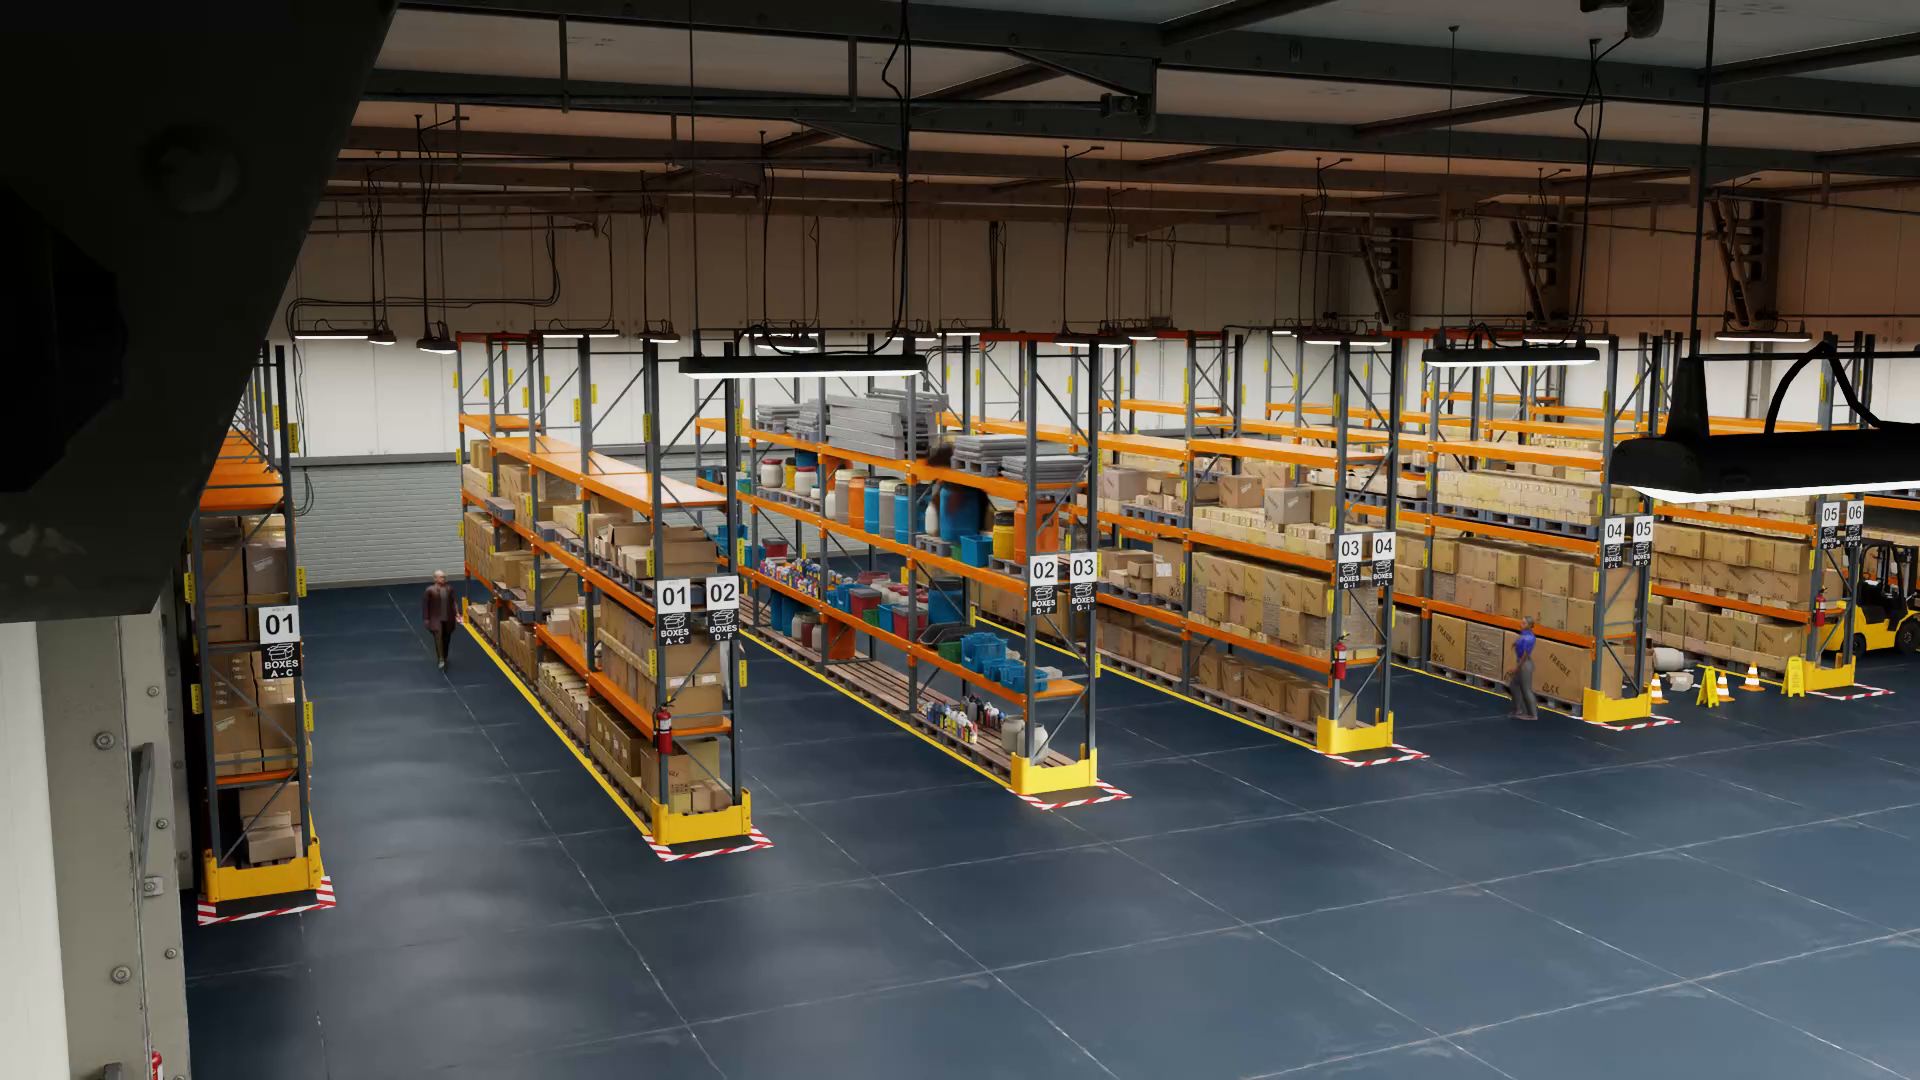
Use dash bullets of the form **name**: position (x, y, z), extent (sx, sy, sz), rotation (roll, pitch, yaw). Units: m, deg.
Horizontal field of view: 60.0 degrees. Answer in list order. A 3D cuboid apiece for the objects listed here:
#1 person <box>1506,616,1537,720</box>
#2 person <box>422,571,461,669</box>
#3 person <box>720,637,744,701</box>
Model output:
- **person**: position (8.812, 2.034, 26.054), extent (0.520, 1.715, 0.503), rotation (4, 9, 28)
- **person**: position (-9.320, 1.415, 29.952), extent (0.654, 1.717, 1.126), rotation (-4, 9, -26)
- **person**: position (-3.908, 1.816, 27.625), extent (0.560, 1.618, 1.064), rotation (-4, 9, -29)
